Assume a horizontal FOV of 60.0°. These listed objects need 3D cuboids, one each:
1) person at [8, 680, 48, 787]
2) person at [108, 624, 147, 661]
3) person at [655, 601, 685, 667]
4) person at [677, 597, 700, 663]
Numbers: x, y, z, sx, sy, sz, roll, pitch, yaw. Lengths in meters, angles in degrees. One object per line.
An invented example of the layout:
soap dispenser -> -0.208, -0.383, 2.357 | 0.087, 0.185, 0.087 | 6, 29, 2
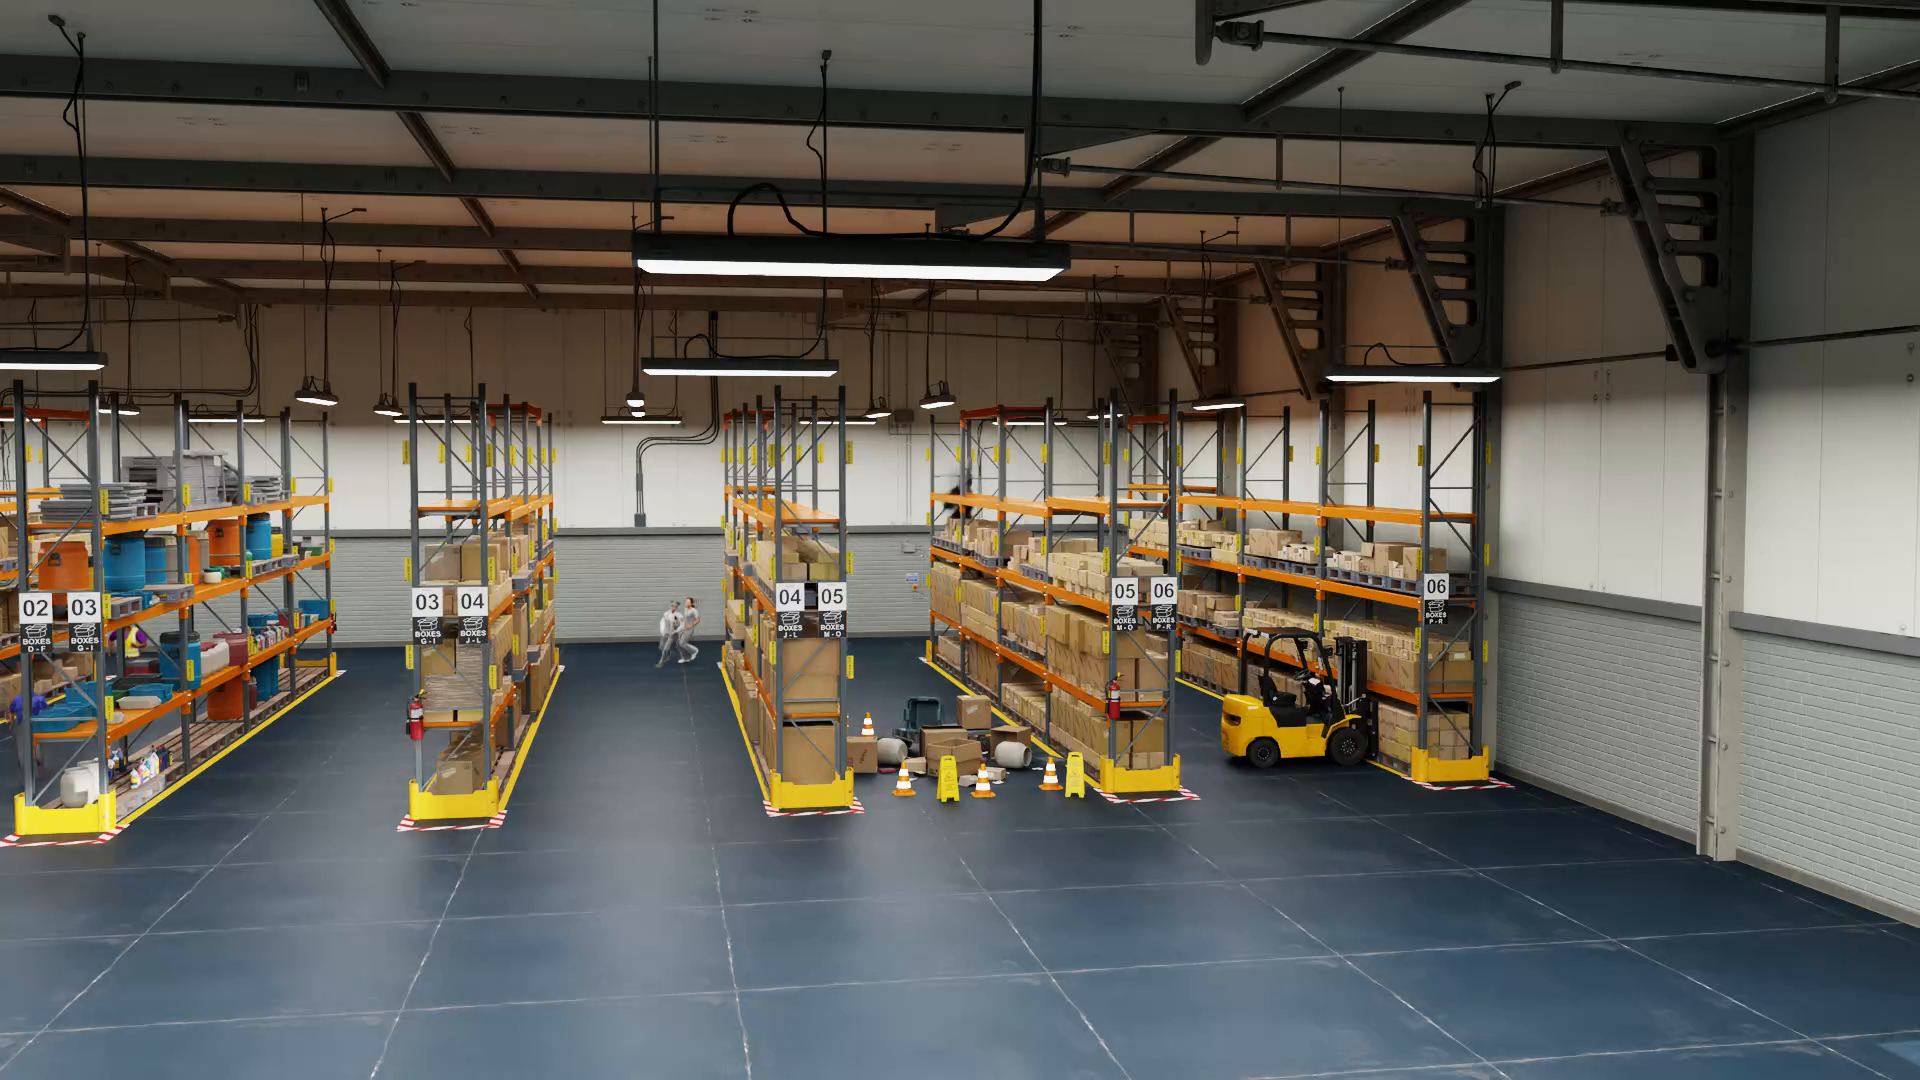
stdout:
person -> -14.201, 2.911, 25.338 | 0.580, 1.607, 0.668 | -1, 3, -17
person -> -16.799, 2.387, 33.565 | 0.704, 1.769, 0.887 | -1, 3, -25
person -> -6.819, 2.211, 39.419 | 0.677, 1.590, 0.587 | 1, 3, 16
person -> -6.560, 2.177, 40.185 | 0.544, 1.602, 0.567 | -2, 4, -40
